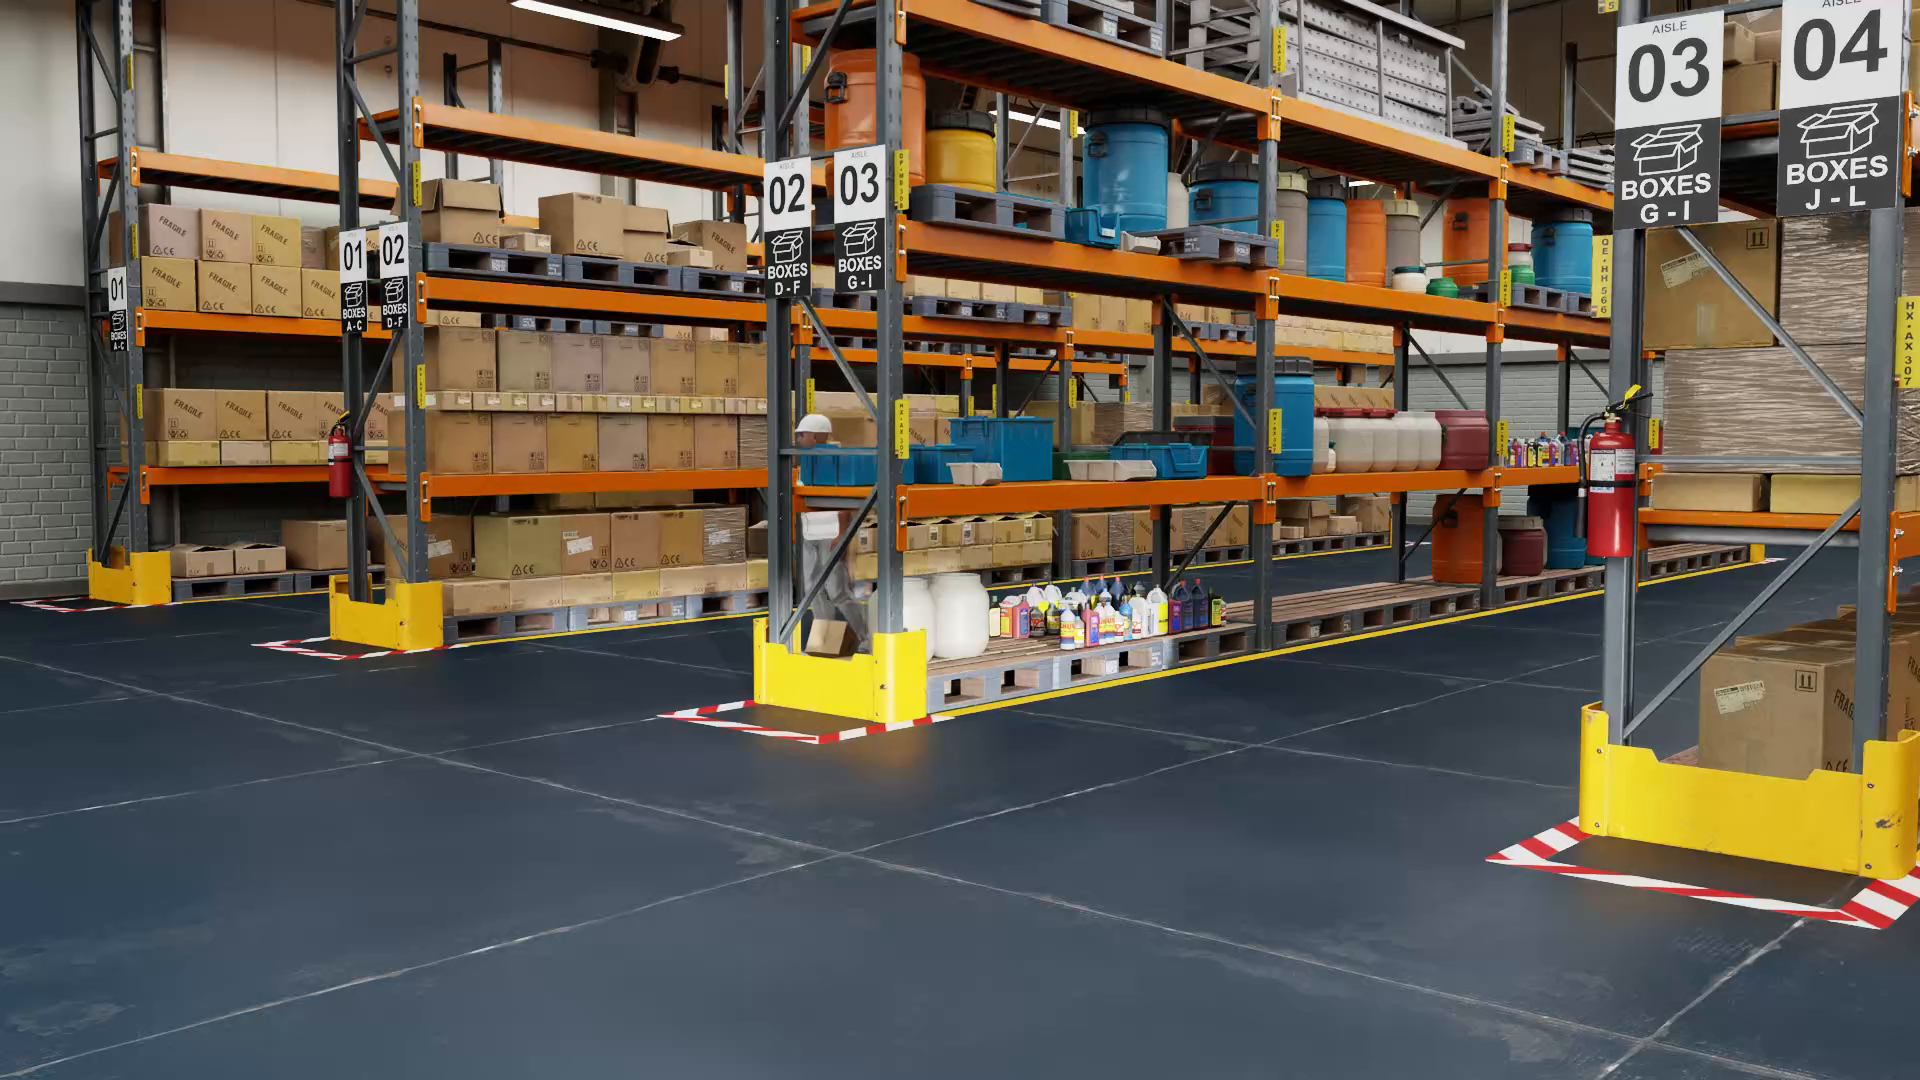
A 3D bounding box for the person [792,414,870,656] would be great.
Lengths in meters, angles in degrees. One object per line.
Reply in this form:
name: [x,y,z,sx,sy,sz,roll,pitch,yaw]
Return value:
person: [-0.897,-0.019,11.896,0.581,1.755,0.600,-2,4,-30]
